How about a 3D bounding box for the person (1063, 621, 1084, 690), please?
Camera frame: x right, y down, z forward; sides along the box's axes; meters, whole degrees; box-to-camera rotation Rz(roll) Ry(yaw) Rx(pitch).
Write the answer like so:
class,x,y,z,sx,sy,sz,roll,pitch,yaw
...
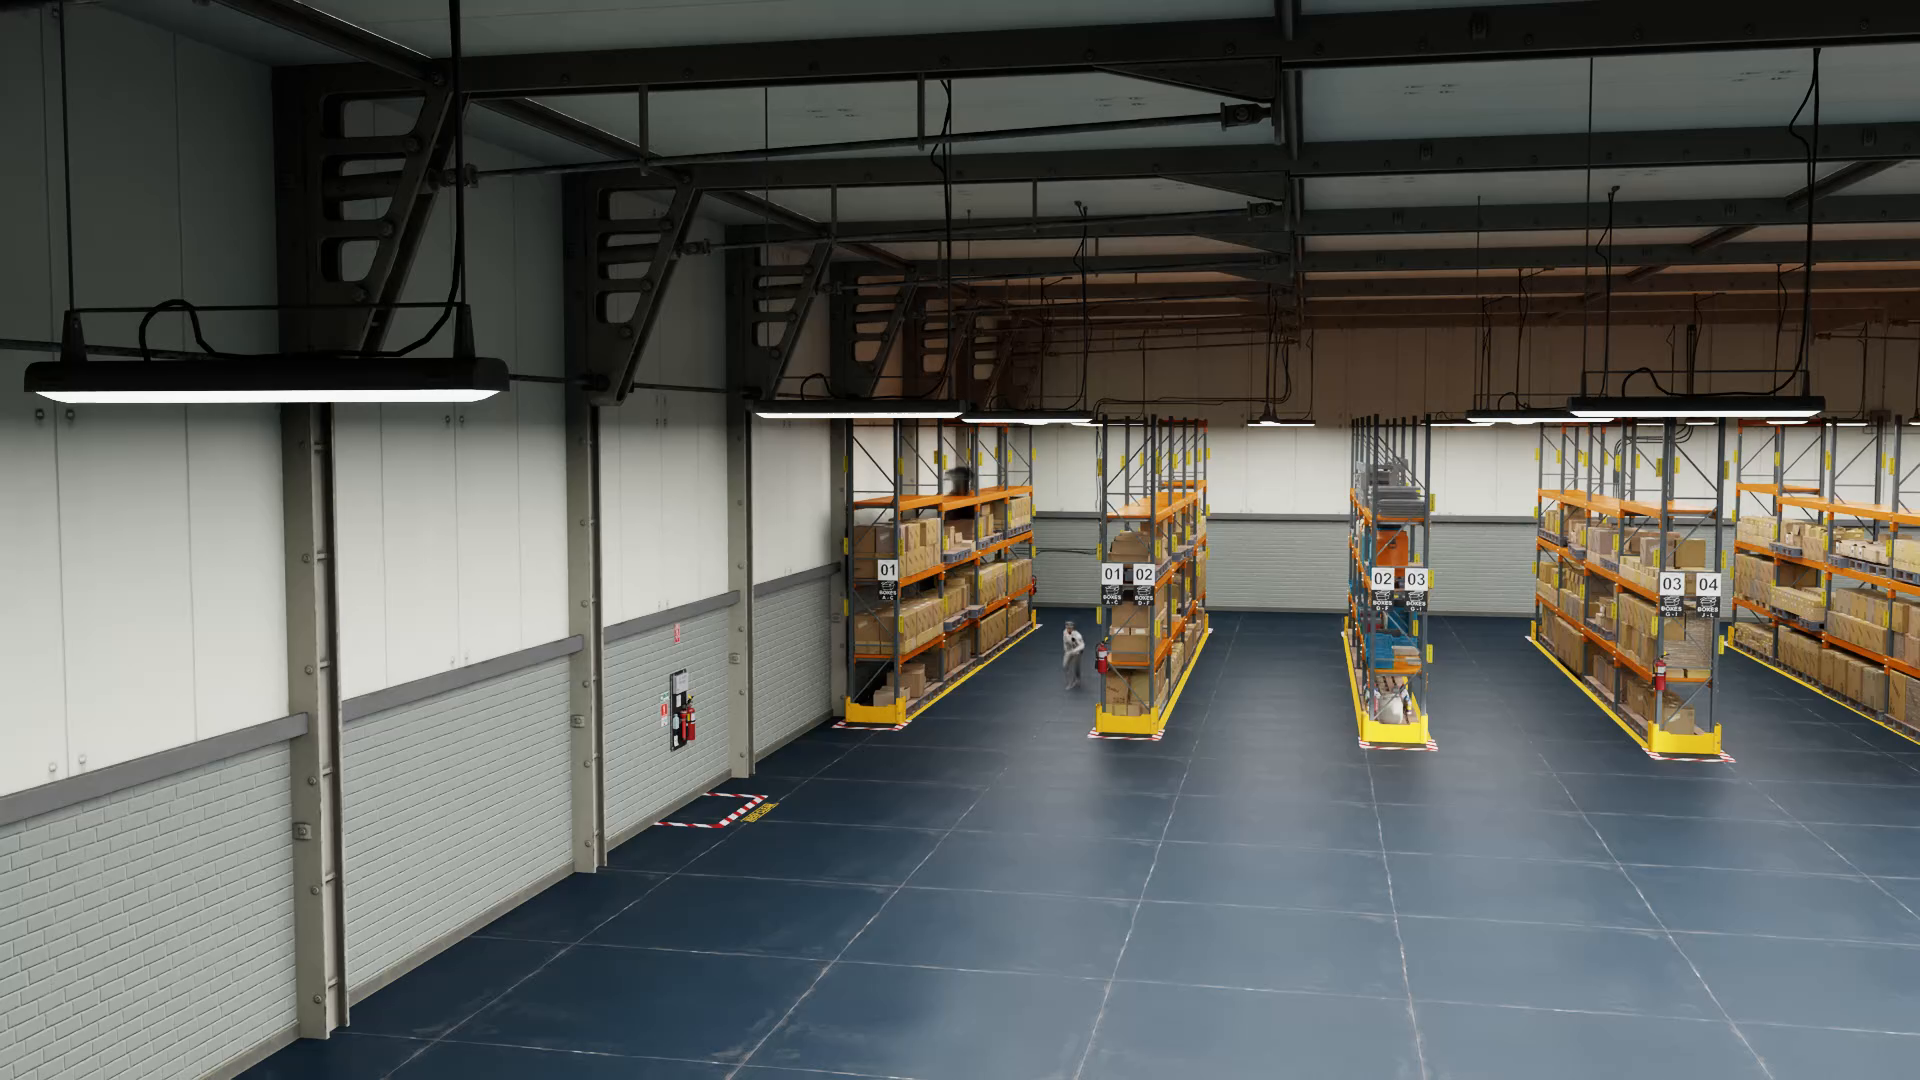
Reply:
class,x,y,z,sx,sy,sz,roll,pitch,yaw
person,2.536,2.511,36.704,0.614,1.508,1.000,2,4,25
